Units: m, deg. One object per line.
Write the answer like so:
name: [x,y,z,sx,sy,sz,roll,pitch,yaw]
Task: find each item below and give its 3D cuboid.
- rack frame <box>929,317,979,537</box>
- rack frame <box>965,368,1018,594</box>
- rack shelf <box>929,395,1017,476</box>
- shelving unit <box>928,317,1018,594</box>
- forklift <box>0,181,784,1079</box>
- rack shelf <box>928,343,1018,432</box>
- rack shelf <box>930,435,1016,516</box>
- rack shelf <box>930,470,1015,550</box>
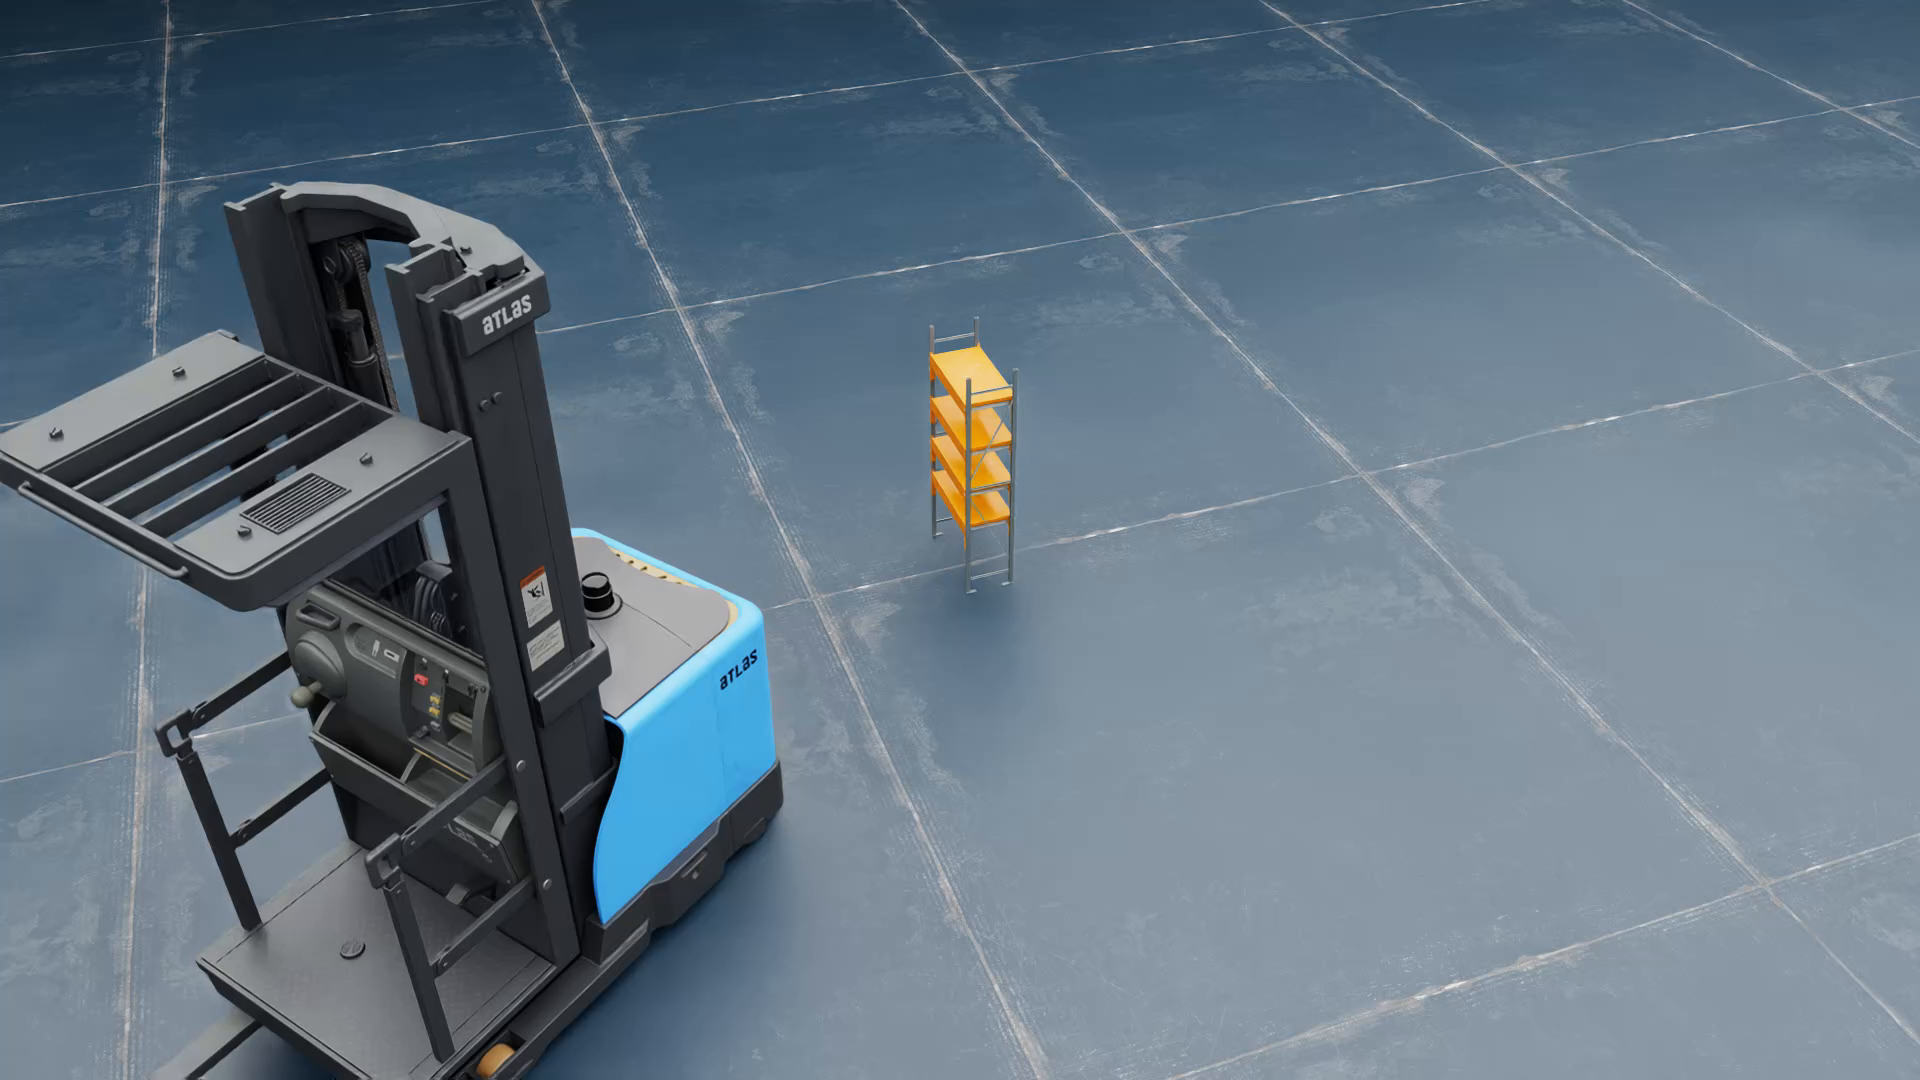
rack frame: [-0.027,-0.524,8.008,0.240,1.200,0.015,-12,39,-16]
rack frame: [0.141,-0.248,7.642,0.240,1.200,0.015,-12,39,-16]
rack shelf: [0.057,-0.511,7.731,0.258,0.148,0.480,-12,39,-16]
shelving unit: [0.057,-0.386,7.825,0.258,1.200,0.503,-12,39,-16]
forklift: [-1.955,0.513,5.193,1.130,2.935,3.031,22,42,26]
rack shelf: [0.057,-0.700,7.589,0.258,0.148,0.480,-12,39,-16]
rack shelf: [0.057,-0.332,7.866,0.258,0.148,0.480,-12,39,-16]
rack shelf: [0.057,-0.173,7.985,0.258,0.148,0.480,-12,39,-16]
